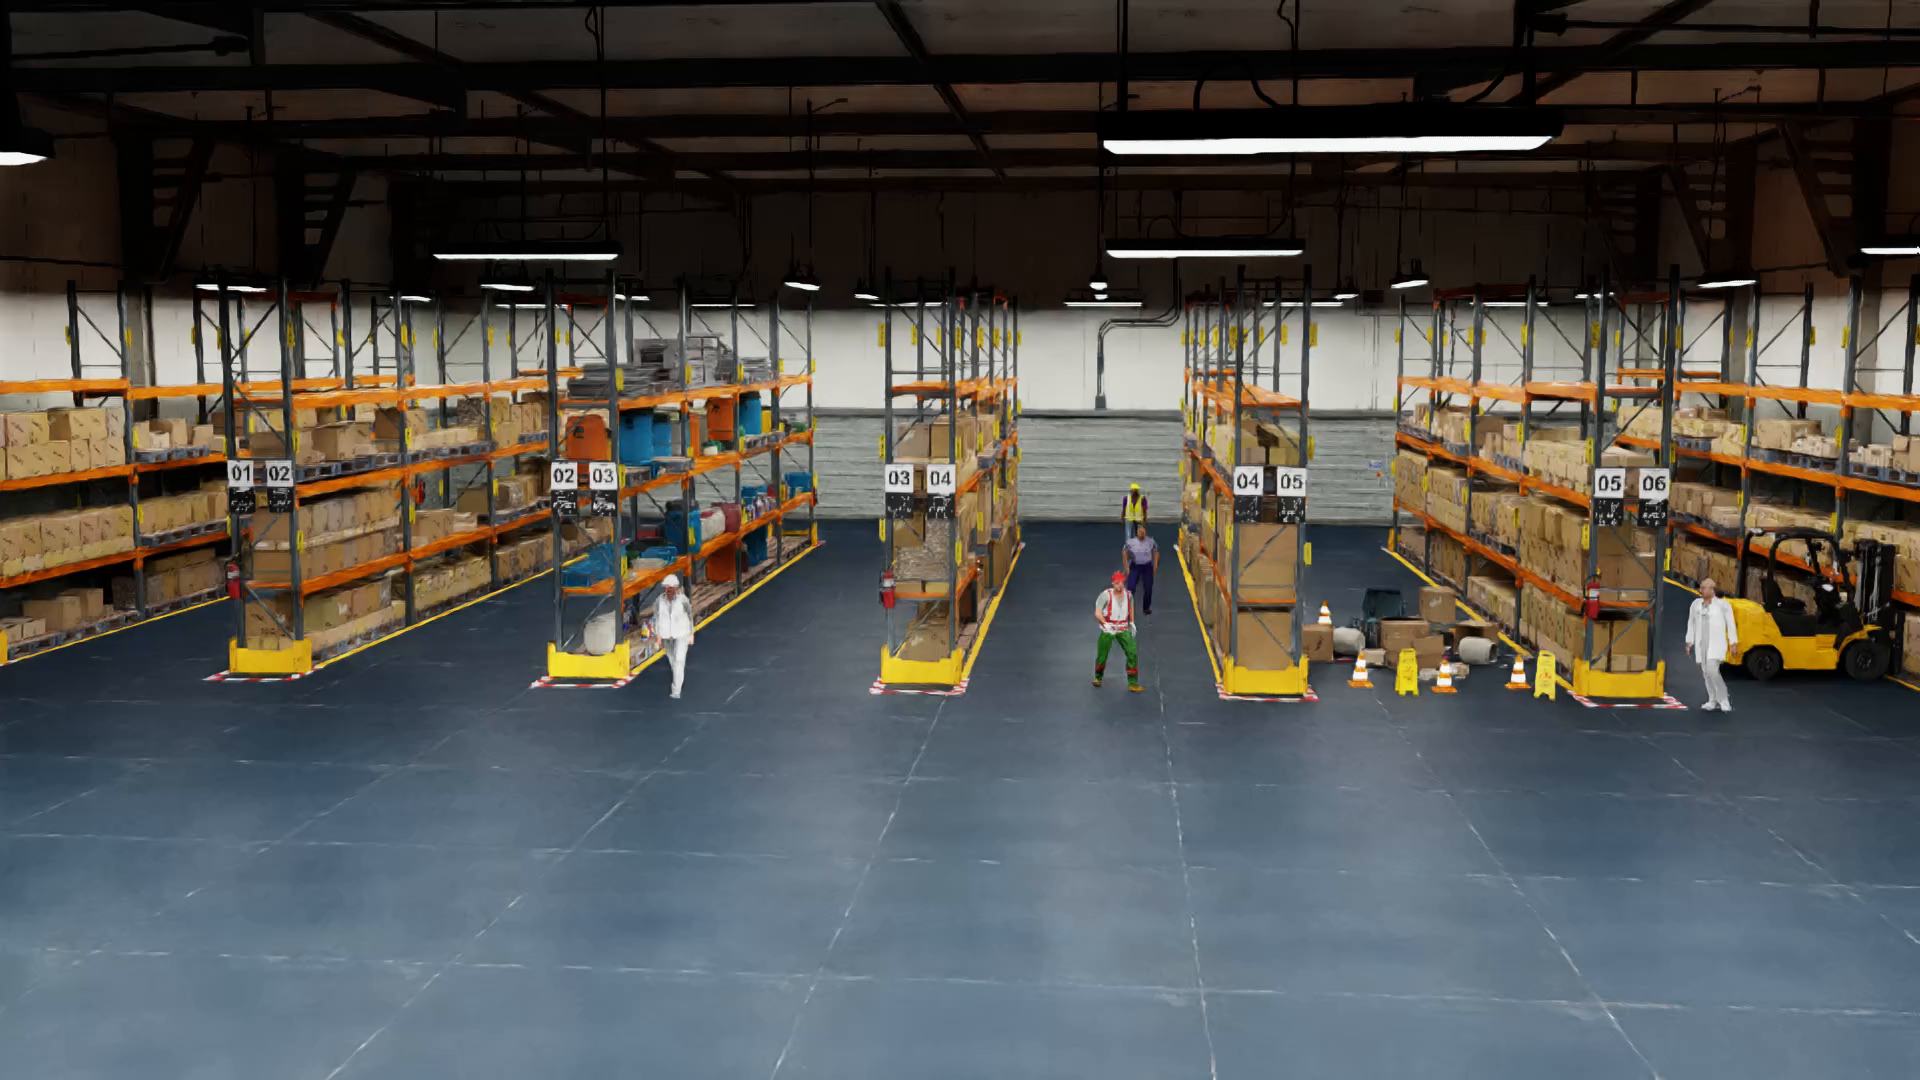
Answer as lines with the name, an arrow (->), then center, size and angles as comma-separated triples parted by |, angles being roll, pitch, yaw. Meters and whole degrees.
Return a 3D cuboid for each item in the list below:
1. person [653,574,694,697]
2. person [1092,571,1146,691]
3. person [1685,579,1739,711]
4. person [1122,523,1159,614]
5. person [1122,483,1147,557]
person -> -4.051, 1.311, 23.421 | 0.543, 1.700, 1.114 | 1, 7, 8
person -> 2.218, 1.272, 23.657 | 0.684, 1.715, 0.844 | -1, 7, -11
person -> 10.096, 1.404, 22.334 | 0.518, 1.764, 0.691 | -5, 8, -33
person -> 3.078, 0.494, 28.401 | 0.625, 1.595, 0.517 | 0, 7, 3
person -> 4.011, -0.480, 38.172 | 0.572, 1.689, 1.128 | 0, 7, 3
